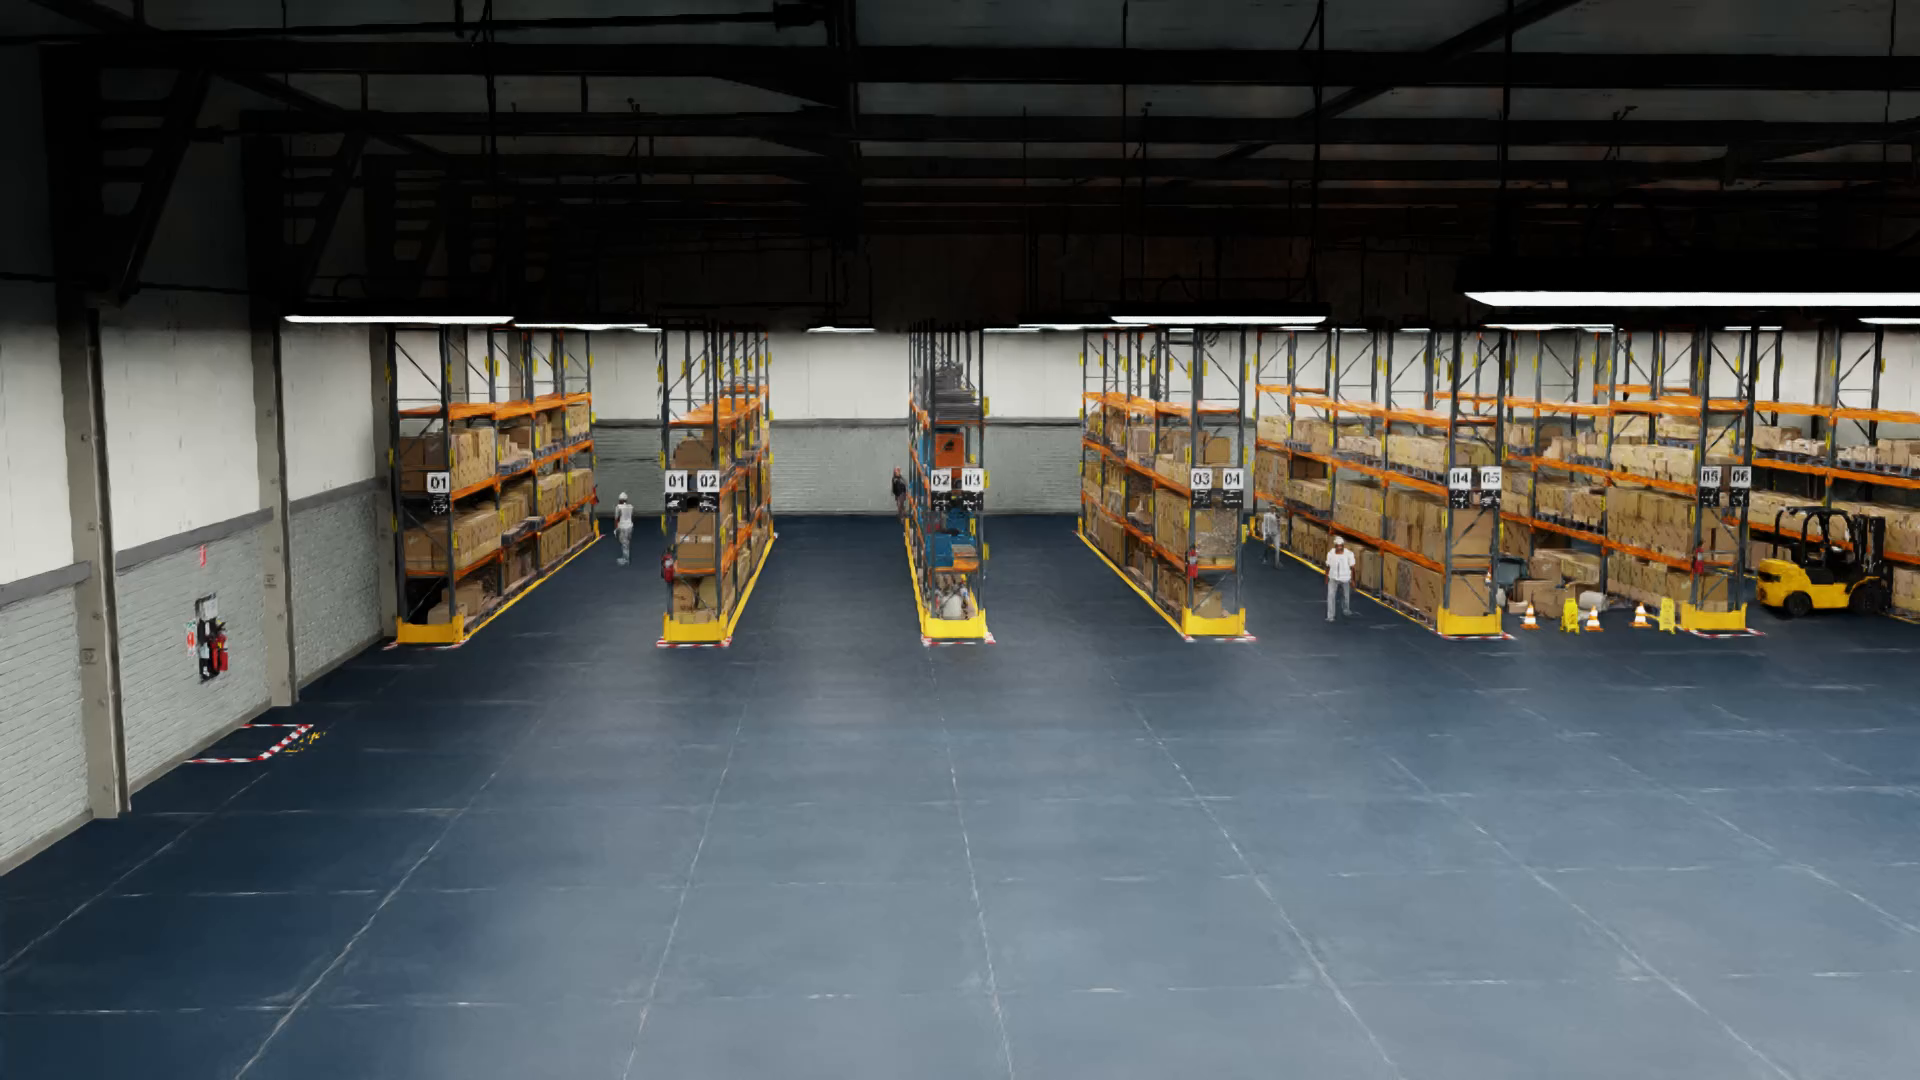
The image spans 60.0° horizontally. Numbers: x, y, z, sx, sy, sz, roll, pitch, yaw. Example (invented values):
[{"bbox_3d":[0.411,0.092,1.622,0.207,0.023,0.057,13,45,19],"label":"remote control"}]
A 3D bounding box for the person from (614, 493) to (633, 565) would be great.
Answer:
[{"bbox_3d":[-8.396,-0.294,41.443,0.584,1.782,0.665,3,8,25],"label":"person"}]

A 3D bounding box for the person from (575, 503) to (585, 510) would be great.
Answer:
[{"bbox_3d":[-11.169,-1.147,48.460,0.463,1.761,0.720,3,8,25],"label":"person"}]

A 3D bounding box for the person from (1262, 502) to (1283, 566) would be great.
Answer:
[{"bbox_3d":[7.722,-0.170,41.219,0.495,1.587,1.086,0,7,-1],"label":"person"}]

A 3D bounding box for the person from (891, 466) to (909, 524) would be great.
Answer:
[{"bbox_3d":[-1.809,-1.375,50.662,0.542,1.742,0.625,-6,9,-40],"label":"person"}]

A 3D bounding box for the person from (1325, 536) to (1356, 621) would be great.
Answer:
[{"bbox_3d":[7.634,0.760,33.414,0.618,1.712,0.971,2,7,18],"label":"person"}]
